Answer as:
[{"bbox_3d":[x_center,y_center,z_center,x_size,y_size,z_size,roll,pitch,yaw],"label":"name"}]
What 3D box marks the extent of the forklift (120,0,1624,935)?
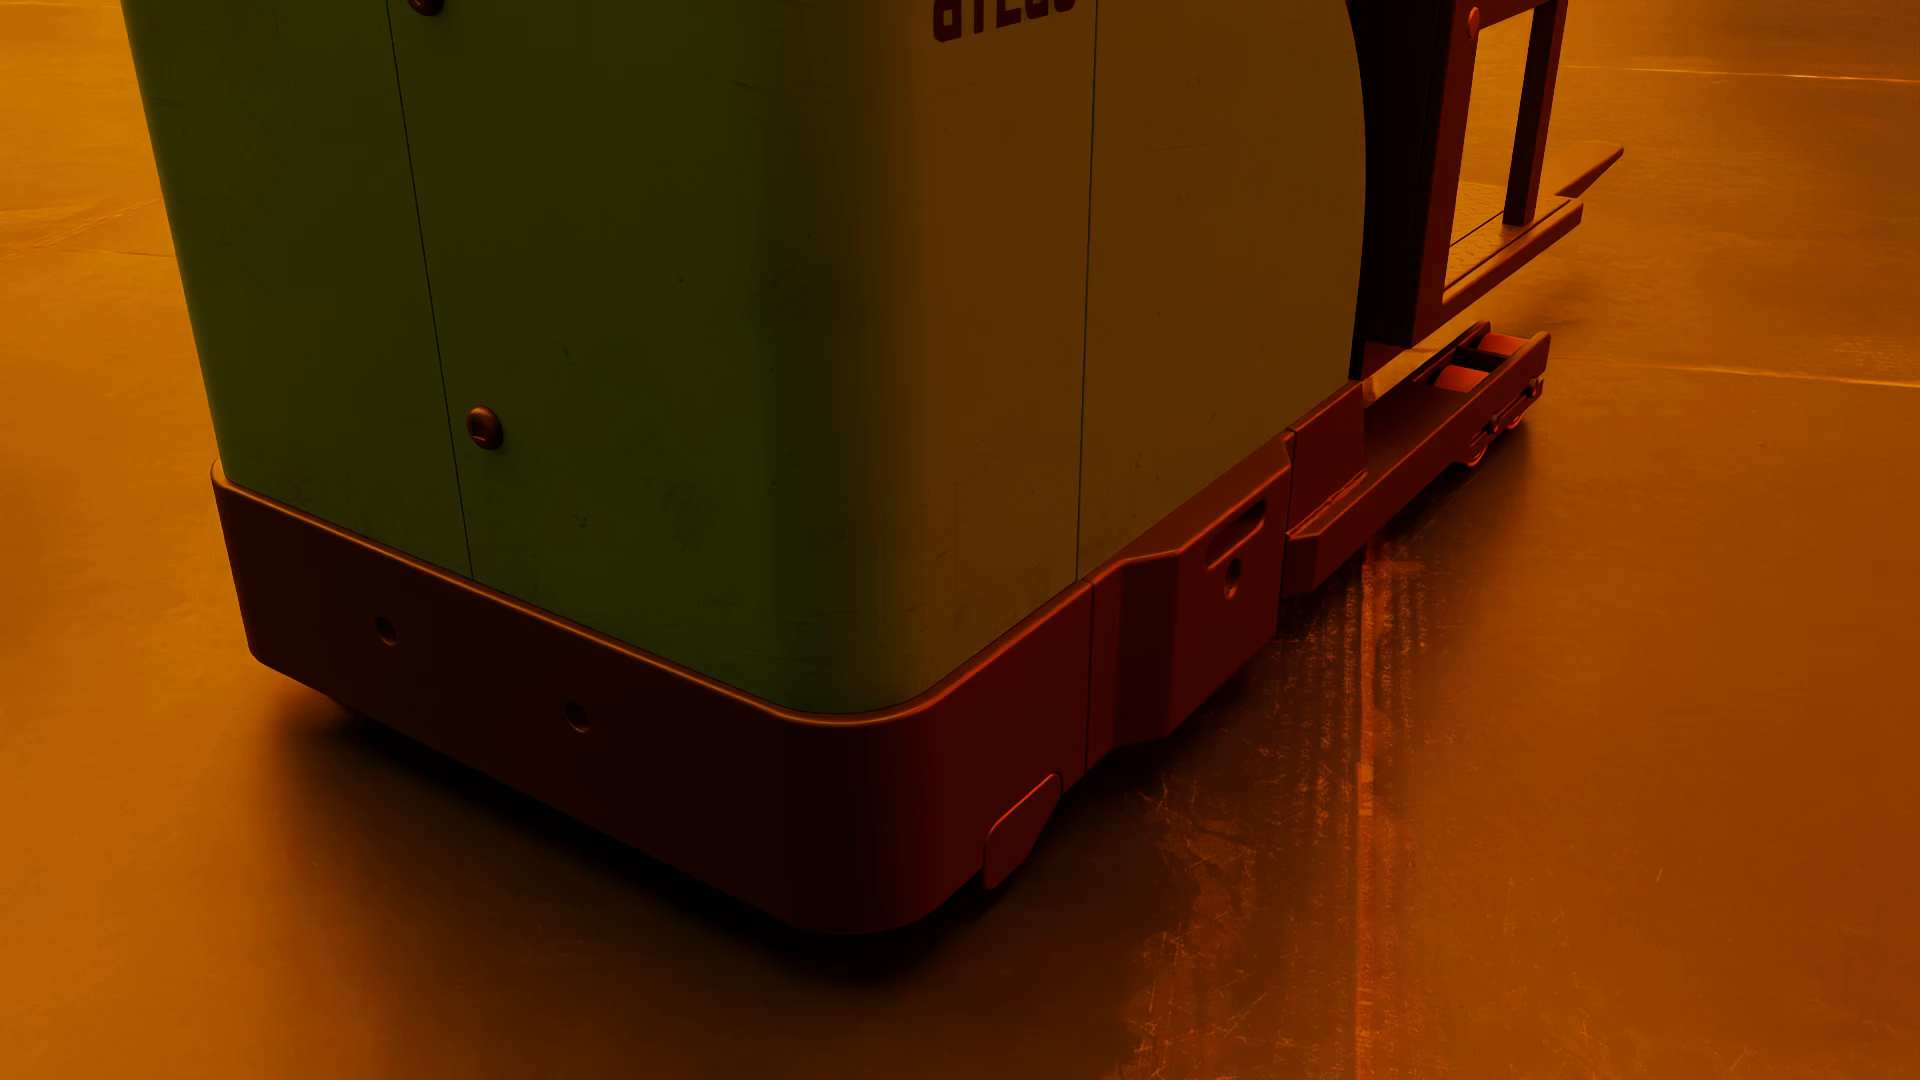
[{"bbox_3d":[0.362,-1.540,2.299,1.130,2.935,3.031,18,32,31],"label":"forklift"}]
